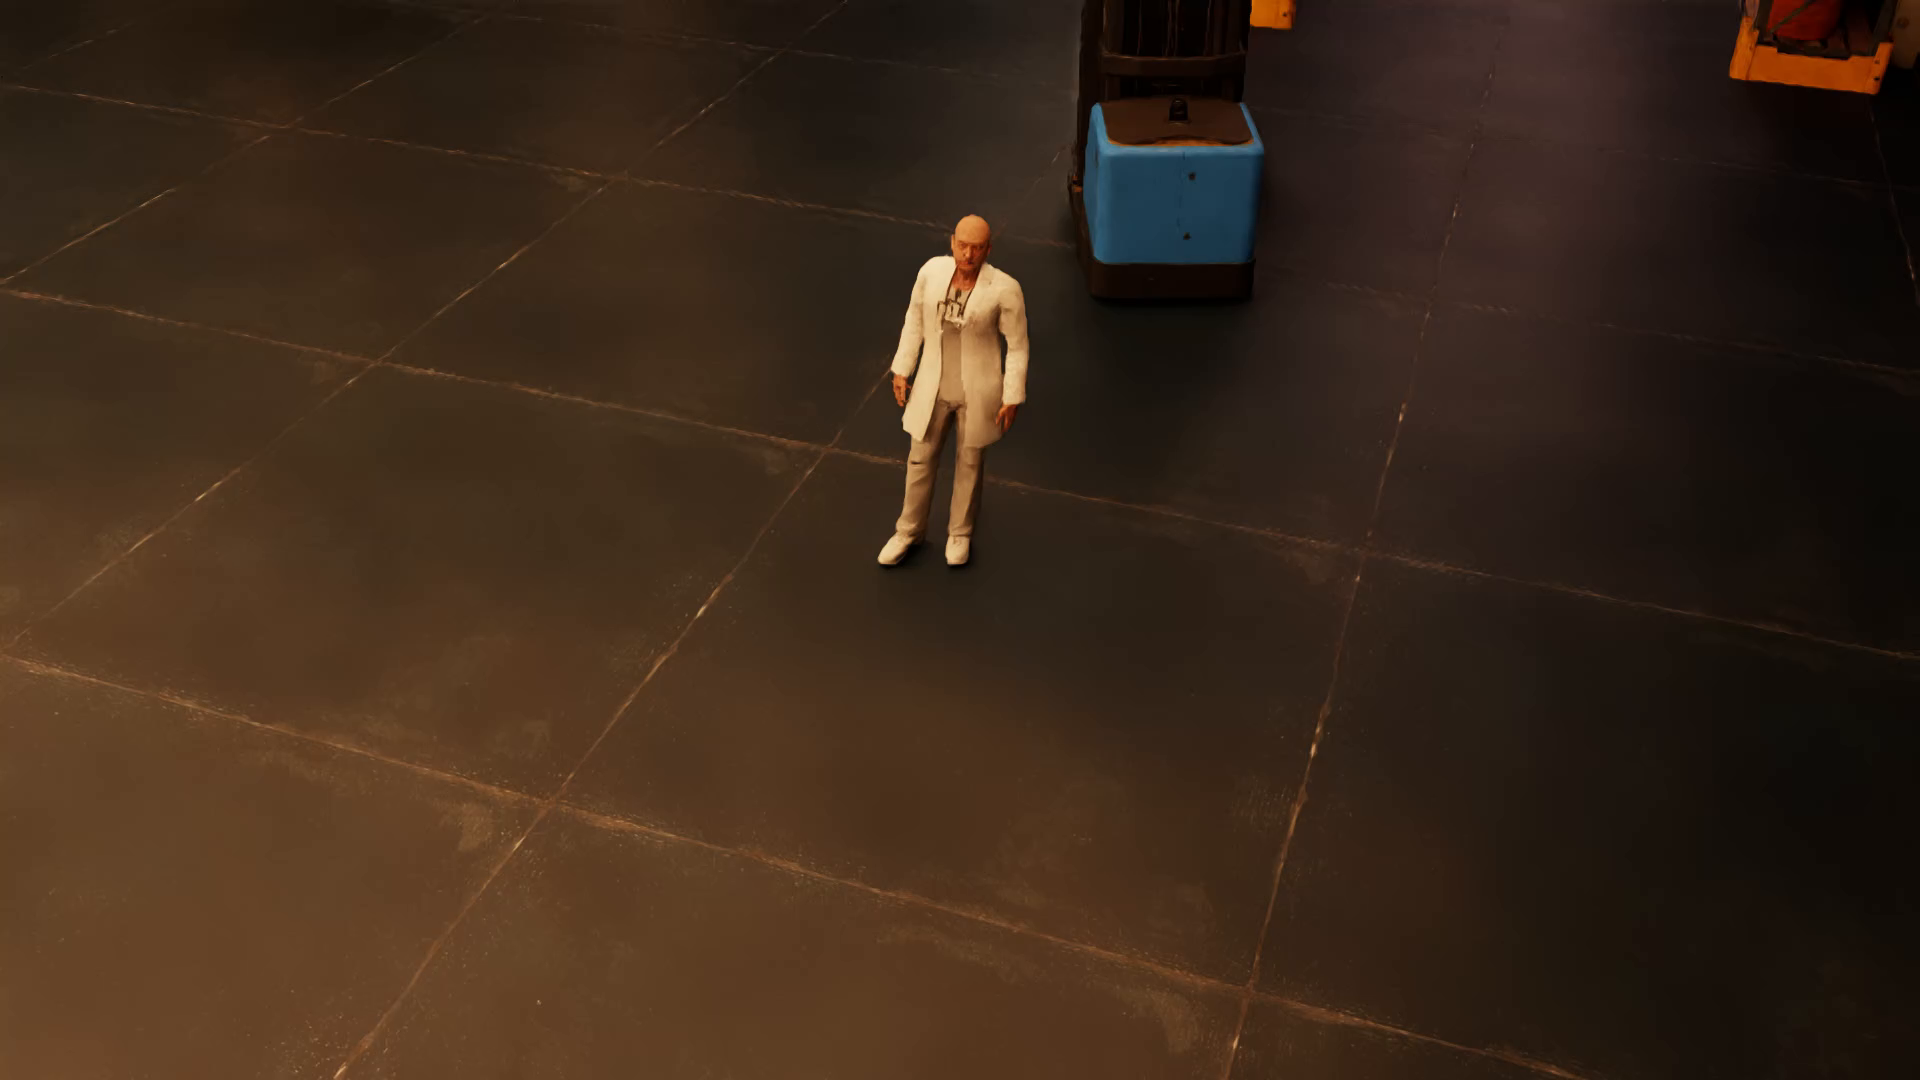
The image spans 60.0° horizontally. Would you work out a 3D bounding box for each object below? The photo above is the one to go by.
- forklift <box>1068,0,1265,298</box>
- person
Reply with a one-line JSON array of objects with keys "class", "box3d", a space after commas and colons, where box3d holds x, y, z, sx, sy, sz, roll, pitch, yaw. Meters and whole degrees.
[{"class": "forklift", "box3d": [1.358, -3.577, 11.156, 1.130, 2.935, 3.031, 0, 35, 0]}, {"class": "person", "box3d": [-0.035, -0.683, 8.058, 0.694, 1.776, 0.579, 12, 37, 16]}]
